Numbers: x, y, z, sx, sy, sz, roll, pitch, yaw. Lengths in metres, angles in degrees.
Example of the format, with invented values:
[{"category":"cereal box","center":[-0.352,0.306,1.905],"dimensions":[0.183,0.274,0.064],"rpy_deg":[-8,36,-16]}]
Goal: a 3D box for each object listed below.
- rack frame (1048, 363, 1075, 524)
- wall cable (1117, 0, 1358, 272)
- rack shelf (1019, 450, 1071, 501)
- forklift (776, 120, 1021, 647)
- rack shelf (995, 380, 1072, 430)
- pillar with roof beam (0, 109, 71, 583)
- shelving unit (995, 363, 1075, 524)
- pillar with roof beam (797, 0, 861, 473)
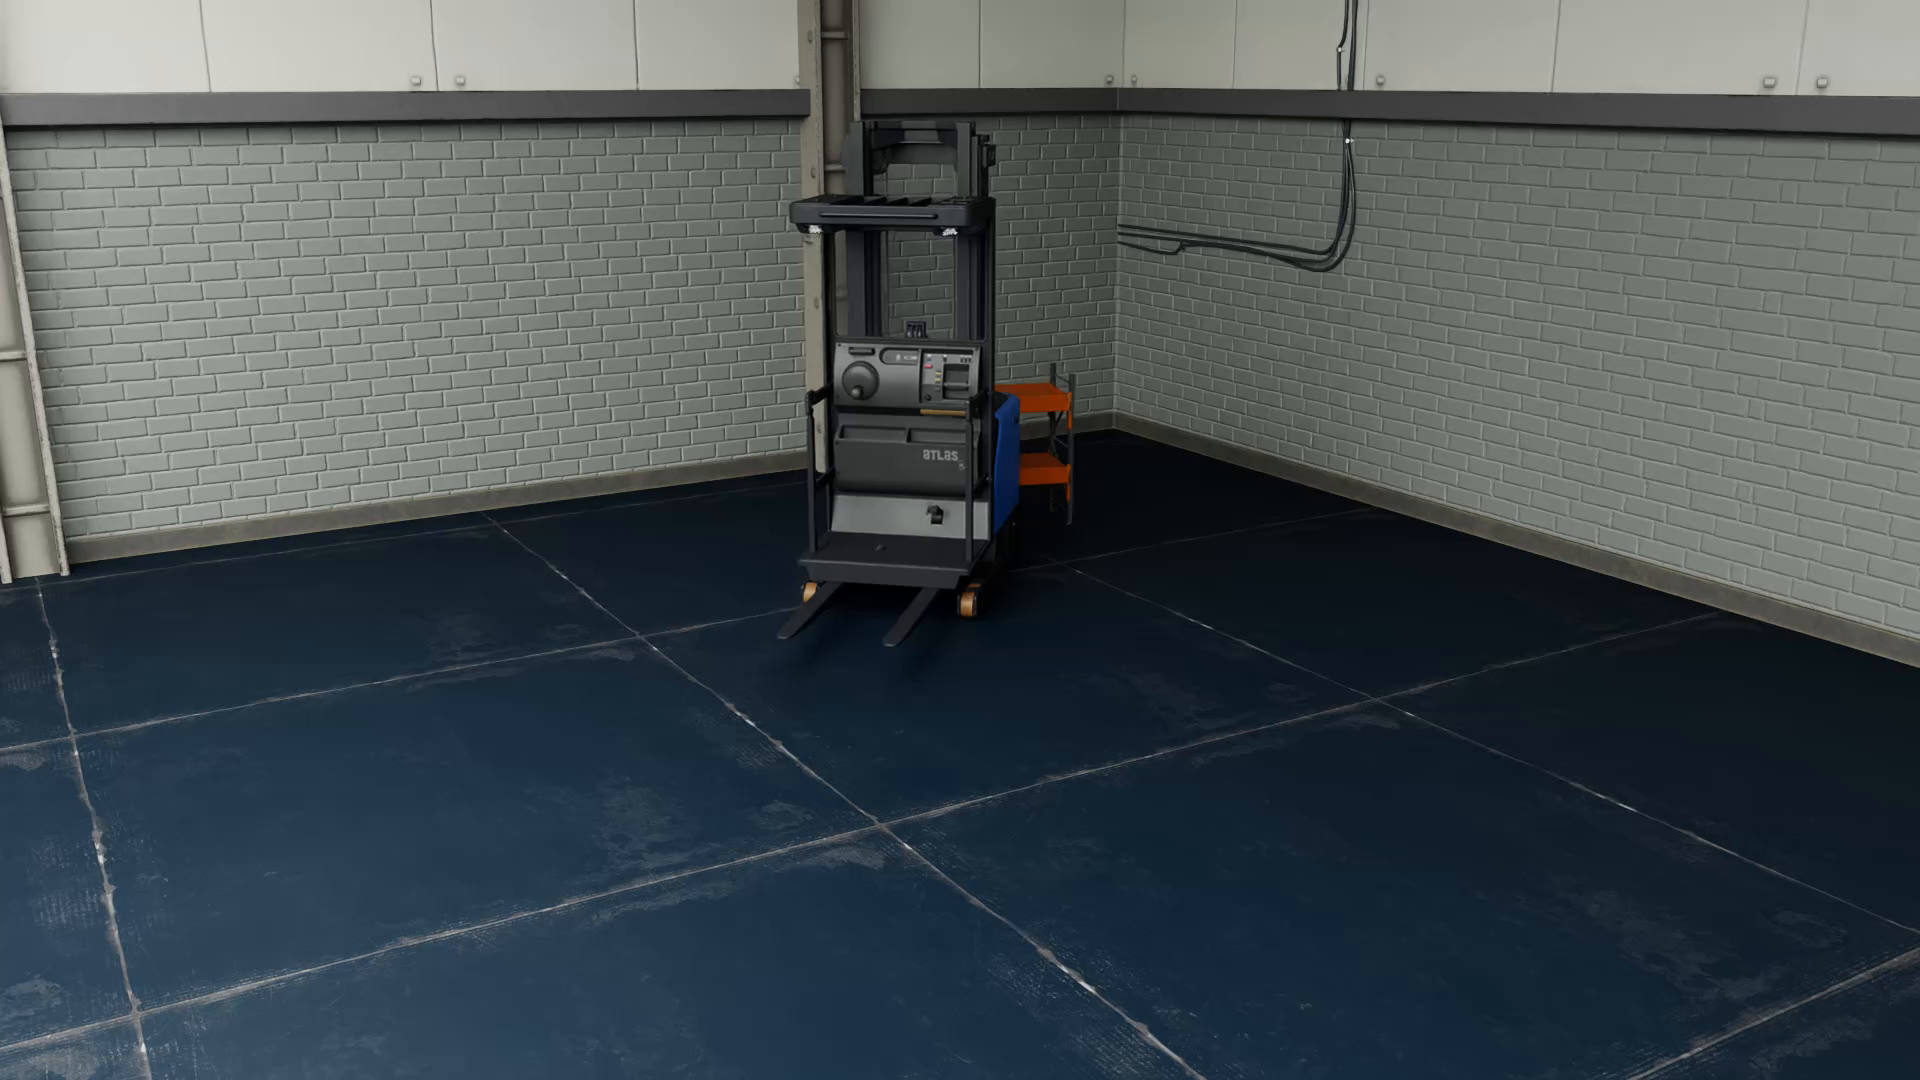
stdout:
[{"category":"rack frame","center":[0.756,-0.725,12.413],"dimensions":[0.032,1.125,0.500],"rpy_deg":[-4,16,-14]},{"category":"wall cable","center":[2.169,-3.553,13.665],"dimensions":[0.112,2.526,3.097],"rpy_deg":[-9,18,-30]},{"category":"rack shelf","center":[0.264,-0.456,12.358],"dimensions":[1.000,0.278,0.538],"rpy_deg":[-4,16,-14]},{"category":"forklift","center":[-0.373,-1.040,10.191],"dimensions":[1.130,2.935,3.031],"rpy_deg":[3,16,11]},{"category":"rack shelf","center":[0.264,-0.973,12.213],"dimensions":[1.000,0.278,0.538],"rpy_deg":[-4,16,-14]},{"category":"pillar with roof beam","center":[-3.963,-3.114,6.348],"dimensions":[0.400,9.000,9.100],"rpy_deg":[-9,18,-30]},{"category":"shelving unit","center":[0.264,-0.691,12.292],"dimensions":[1.048,1.125,0.538],"rpy_deg":[-4,16,-14]},{"category":"pillar with roof beam","center":[1.180,-3.949,9.324],"dimensions":[0.400,9.000,9.100],"rpy_deg":[-9,18,-30]}]
